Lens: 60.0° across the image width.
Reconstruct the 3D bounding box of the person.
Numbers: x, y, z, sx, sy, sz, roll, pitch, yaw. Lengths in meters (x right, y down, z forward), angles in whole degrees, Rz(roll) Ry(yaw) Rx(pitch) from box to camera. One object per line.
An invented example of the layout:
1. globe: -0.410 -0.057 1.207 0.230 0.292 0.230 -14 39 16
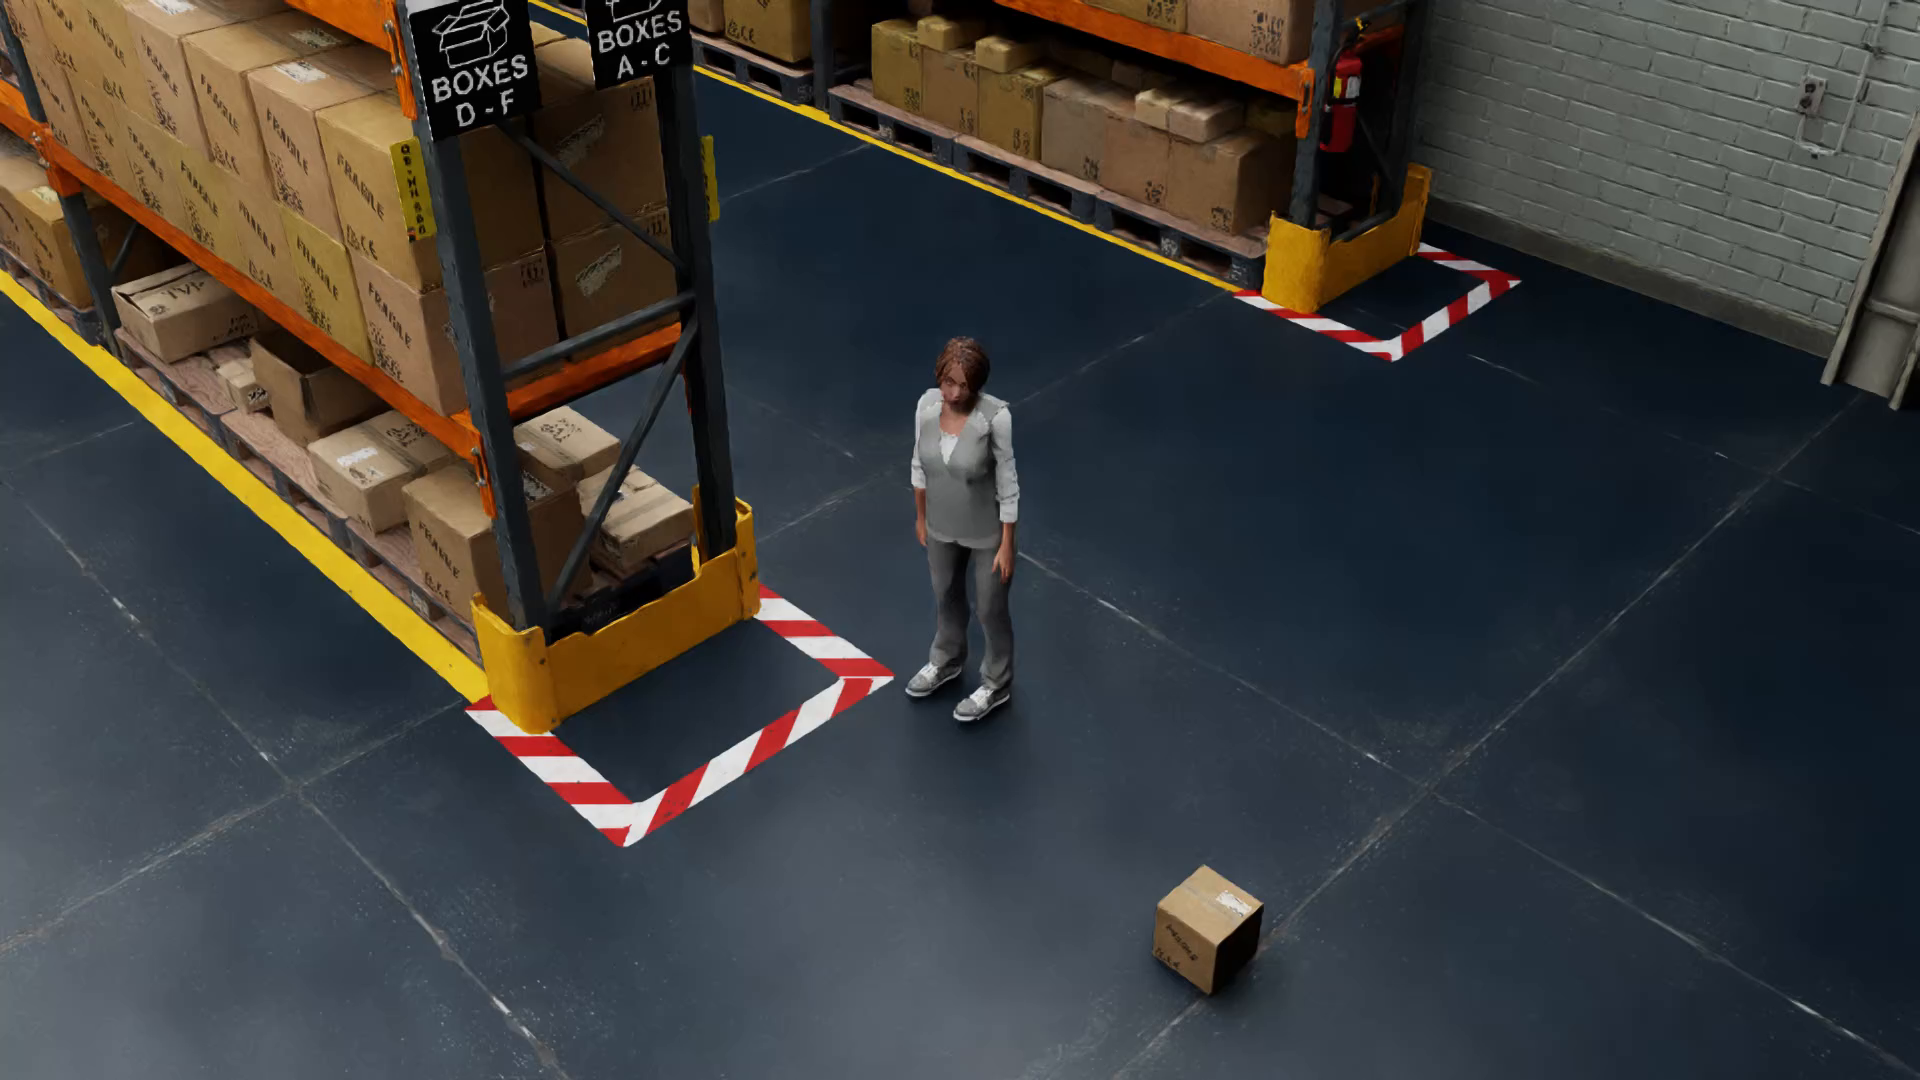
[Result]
1. person: 0.024 -0.028 6.153 0.468 1.605 0.336 18 40 23
